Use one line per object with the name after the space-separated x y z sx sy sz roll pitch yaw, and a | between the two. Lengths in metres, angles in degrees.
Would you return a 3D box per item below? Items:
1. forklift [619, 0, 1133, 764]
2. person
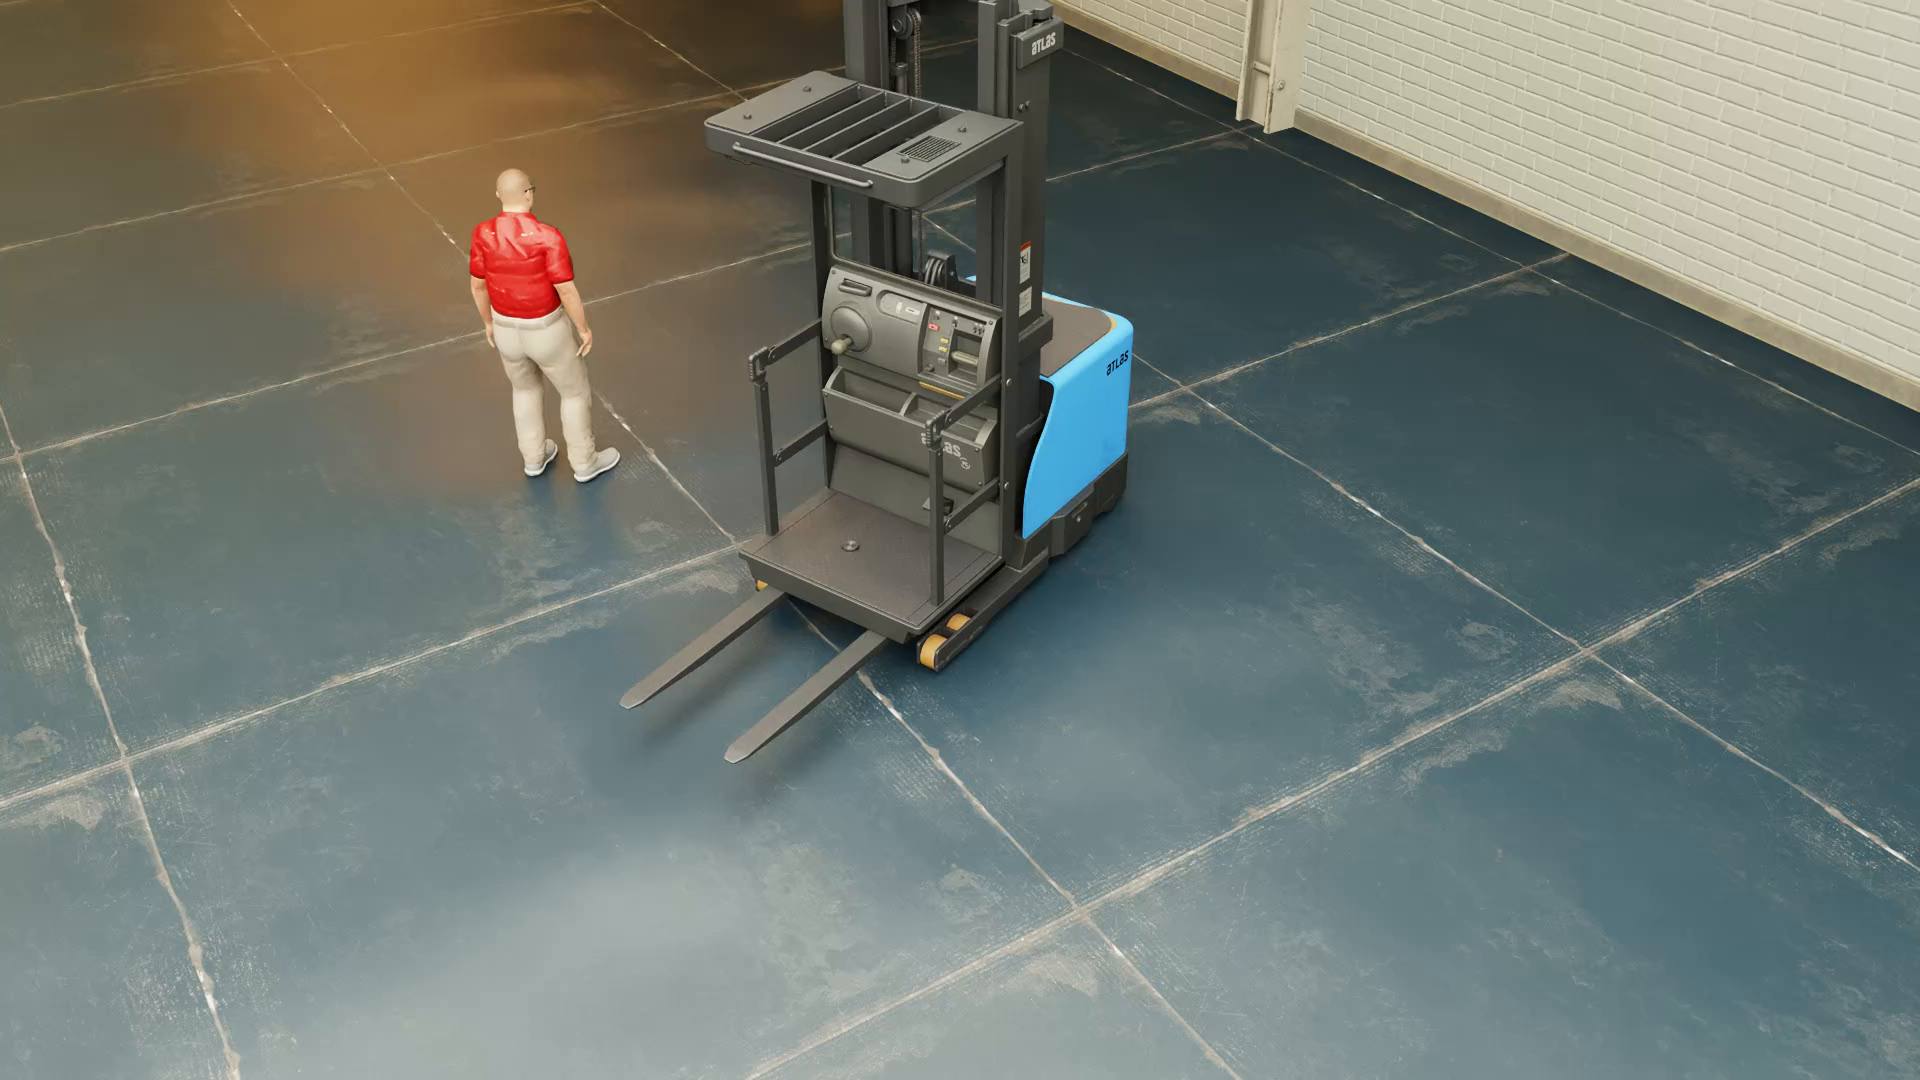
-0.359 -0.903 7.433 1.130 2.935 3.031 22 41 28 | forklift
-2.232 -1.111 8.775 0.609 1.726 0.392 7 36 10 | person
